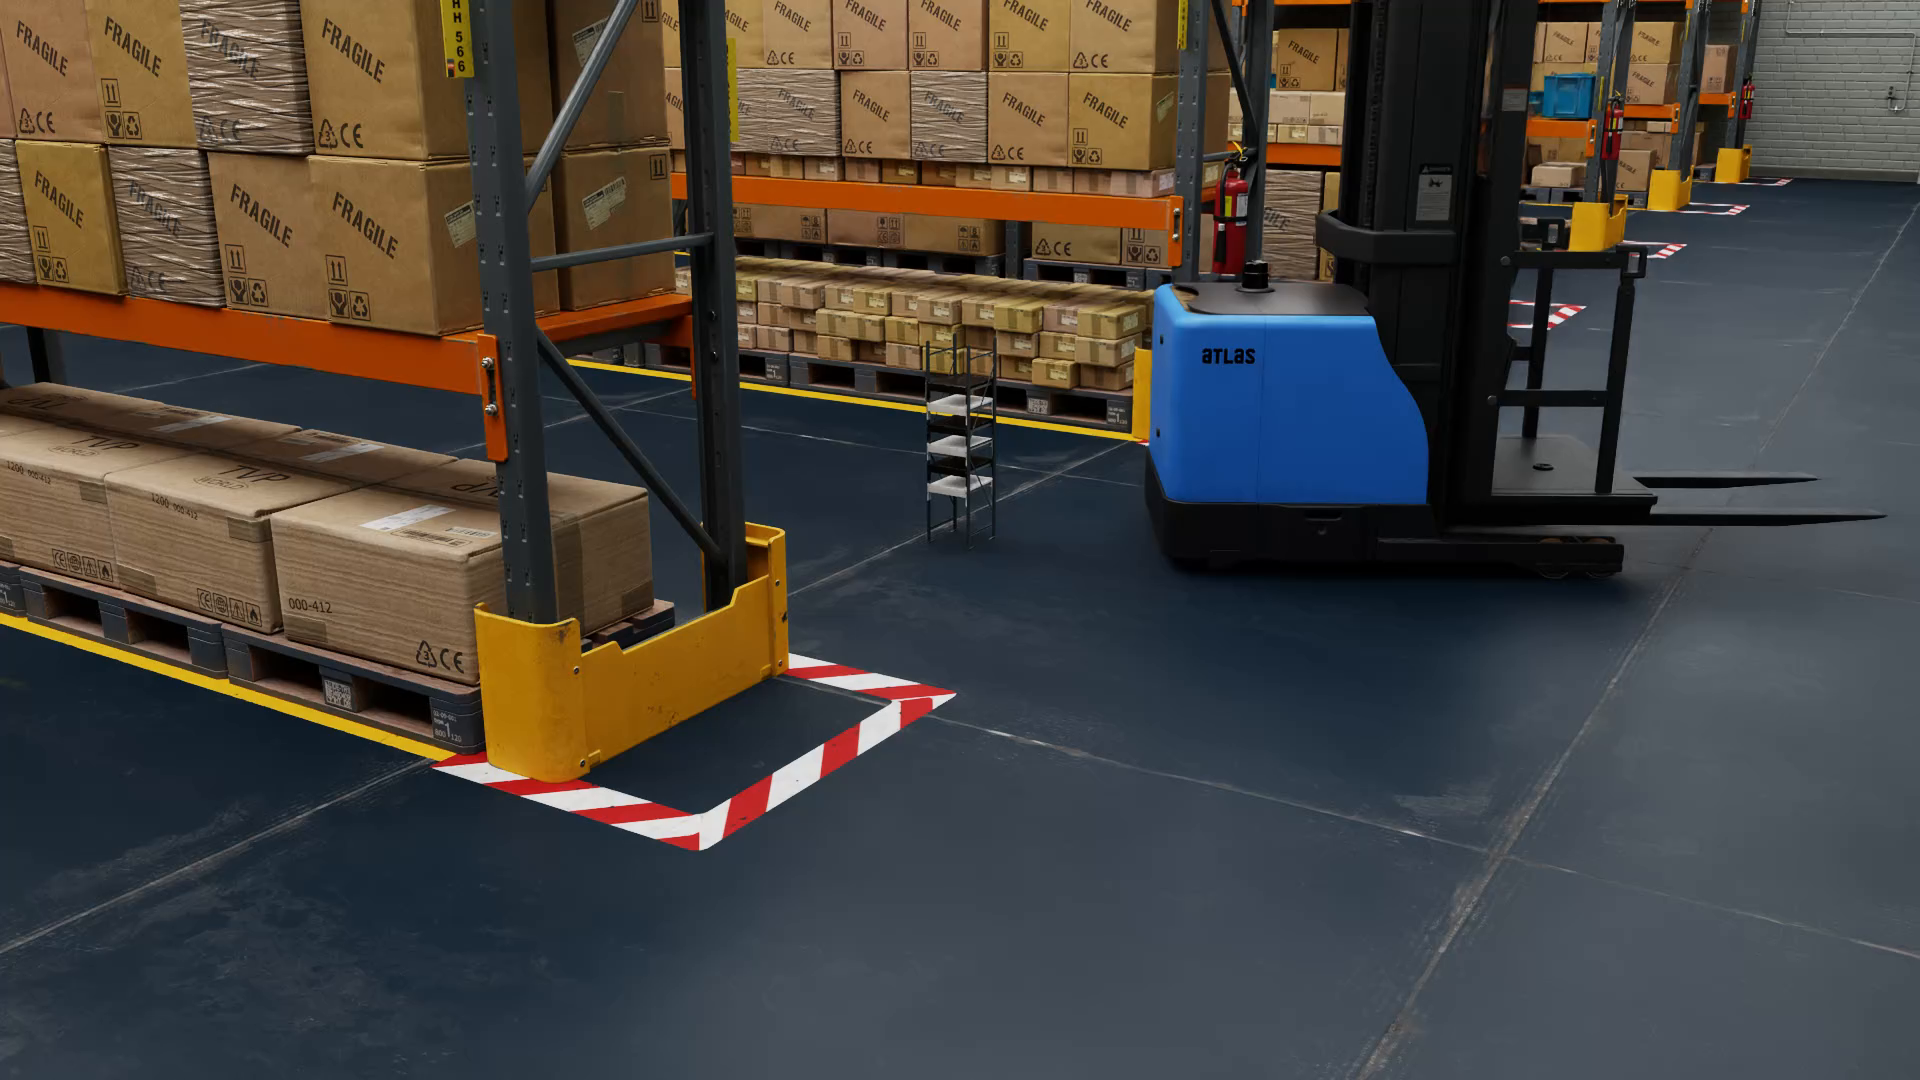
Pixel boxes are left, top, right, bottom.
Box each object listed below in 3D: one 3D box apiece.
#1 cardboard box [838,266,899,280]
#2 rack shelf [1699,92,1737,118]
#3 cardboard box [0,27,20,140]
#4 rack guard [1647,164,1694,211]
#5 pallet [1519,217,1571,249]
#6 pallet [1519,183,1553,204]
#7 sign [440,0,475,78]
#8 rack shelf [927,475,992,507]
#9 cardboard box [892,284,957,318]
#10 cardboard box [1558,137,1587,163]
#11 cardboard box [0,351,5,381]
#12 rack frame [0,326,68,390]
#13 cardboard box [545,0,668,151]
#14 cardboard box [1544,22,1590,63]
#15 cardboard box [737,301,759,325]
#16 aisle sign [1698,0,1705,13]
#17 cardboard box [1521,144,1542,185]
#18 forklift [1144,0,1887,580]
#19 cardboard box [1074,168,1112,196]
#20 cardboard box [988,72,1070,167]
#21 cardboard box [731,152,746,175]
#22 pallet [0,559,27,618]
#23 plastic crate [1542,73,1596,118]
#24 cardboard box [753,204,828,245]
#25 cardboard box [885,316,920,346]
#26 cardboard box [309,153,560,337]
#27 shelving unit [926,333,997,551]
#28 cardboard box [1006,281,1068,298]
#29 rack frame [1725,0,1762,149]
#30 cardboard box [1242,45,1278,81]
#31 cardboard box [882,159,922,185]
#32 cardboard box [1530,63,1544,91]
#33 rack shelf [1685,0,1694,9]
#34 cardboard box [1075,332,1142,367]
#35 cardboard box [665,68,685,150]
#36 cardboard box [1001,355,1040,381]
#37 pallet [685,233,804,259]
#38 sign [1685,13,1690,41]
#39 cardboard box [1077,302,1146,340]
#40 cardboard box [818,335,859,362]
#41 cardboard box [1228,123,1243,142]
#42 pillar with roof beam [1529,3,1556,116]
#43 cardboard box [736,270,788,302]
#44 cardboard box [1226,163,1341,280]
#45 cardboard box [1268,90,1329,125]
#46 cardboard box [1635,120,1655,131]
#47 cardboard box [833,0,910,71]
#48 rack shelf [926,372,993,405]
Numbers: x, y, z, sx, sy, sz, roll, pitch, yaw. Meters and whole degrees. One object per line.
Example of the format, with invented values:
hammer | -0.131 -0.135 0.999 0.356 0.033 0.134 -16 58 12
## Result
cardboard box | -0.604 -1.712 11.016 0.250 0.149 0.380 9 19 27
rack shelf | 10.206 -6.968 26.396 4.000 0.370 1.077 10 20 30
cardboard box | -3.325 -1.716 5.977 0.500 0.500 0.500 11 20 31
rack guard | 9.256 -4.596 21.650 0.348 0.500 1.175 10 20 30
pallet | 6.043 -3.355 18.062 1.213 0.211 1.003 10 20 30
pallet | 7.541 -4.764 22.702 1.213 0.211 1.003 10 20 30
sign | -1.349 -1.408 4.456 0.005 0.325 0.100 10 20 30
rack shelf | 0.007 -0.225 7.308 0.200 0.077 0.258 10 20 30
cardboard box | -0.215 -1.464 10.197 0.250 0.149 0.380 9 19 28
cardboard box | 9.948 -6.326 26.624 0.500 0.500 0.700 11 20 31
cardboard box | -5.032 -0.740 7.590 0.875 0.875 0.875 11 20 32
rack frame | -4.461 -1.481 7.097 0.127 3.000 1.000 10 20 30
cardboard box | -1.313 -1.543 5.407 0.500 0.500 0.500 10 19 29
cardboard box | 7.923 -6.460 21.596 0.500 0.500 0.500 11 20 32
cardboard box | -1.326 -1.523 10.905 0.250 0.149 0.380 10 20 30
aisle sign | 9.219 -6.938 20.587 0.004 0.787 0.394 10 20 30
cardboard box | 7.516 -5.120 22.614 0.637 0.503 0.797 10 20 30
forklift | 2.368 -1.397 6.937 3.031 2.935 1.130 0 17 1
cardboard box | 0.834 -2.021 9.305 0.250 0.149 0.380 10 20 30
cardboard box | 0.498 -2.389 9.400 0.500 0.500 0.500 10 19 29
cardboard box | -1.373 -2.430 10.652 0.250 0.149 0.380 9 19 28
pallet | -3.854 -0.012 7.058 1.213 0.211 1.003 10 20 30
plastic crate | 6.342 -4.604 17.214 0.499 0.435 0.616 10 20 30
cardboard box | -1.351 -3.481 16.612 0.875 0.875 1.225 10 20 30
cardboard box | -0.248 -1.301 10.173 0.250 0.149 0.380 11 20 33
cardboard box | -1.602 -0.929 5.105 0.500 0.500 0.500 10 20 30
shelving unit | 0.007 -0.429 7.246 0.210 0.900 0.258 10 20 30
cardboard box | 0.483 -1.499 10.314 0.250 0.149 0.380 9 19 27
rack frame | 11.910 -7.008 25.290 0.127 3.000 1.000 10 20 30
cardboard box | 4.375 -6.891 24.011 0.500 0.500 0.700 5 18 16
cardboard box | -0.260 -2.228 9.986 0.250 0.149 0.380 11 20 31
cardboard box | 7.501 -6.061 22.000 0.500 0.500 0.500 10 19 29
rack shelf | 7.617 -7.175 21.919 4.000 0.370 1.077 10 20 30
cardboard box | 0.852 -1.103 9.522 0.250 0.149 0.380 10 19 29
cardboard box | -1.667 -2.775 10.672 0.500 0.500 0.500 10 19 29
cardboard box | 0.442 -1.055 9.876 0.250 0.149 0.380 10 20 30
pallet | -2.051 -3.071 17.129 1.213 0.211 1.003 10 20 30
sign | 9.014 -6.351 20.592 0.005 0.325 0.100 10 20 30
cardboard box | 0.868 -1.253 9.506 0.250 0.149 0.380 10 20 31
cardboard box | -0.688 -1.237 10.476 0.250 0.149 0.380 10 19 29
cardboard box | 2.355 -3.412 13.886 0.250 0.149 0.380 11 20 31
pillar with roof beam | 7.298 -9.528 23.265 0.400 9.000 9.100 10 20 30
cardboard box | -1.327 -1.658 10.836 0.250 0.149 0.380 10 19 29
cardboard box | 2.771 -2.727 14.133 0.875 0.875 0.875 10 20 30
cardboard box | 2.716 -3.560 13.688 0.500 0.250 0.500 9 19 28
cardboard box | 10.828 -6.550 26.246 0.250 0.149 0.380 10 20 31
cardboard box | -0.401 -3.024 9.773 0.500 0.500 0.500 9 19 28
rack shelf | 0.007 -0.656 7.178 0.200 0.077 0.258 10 20 30
